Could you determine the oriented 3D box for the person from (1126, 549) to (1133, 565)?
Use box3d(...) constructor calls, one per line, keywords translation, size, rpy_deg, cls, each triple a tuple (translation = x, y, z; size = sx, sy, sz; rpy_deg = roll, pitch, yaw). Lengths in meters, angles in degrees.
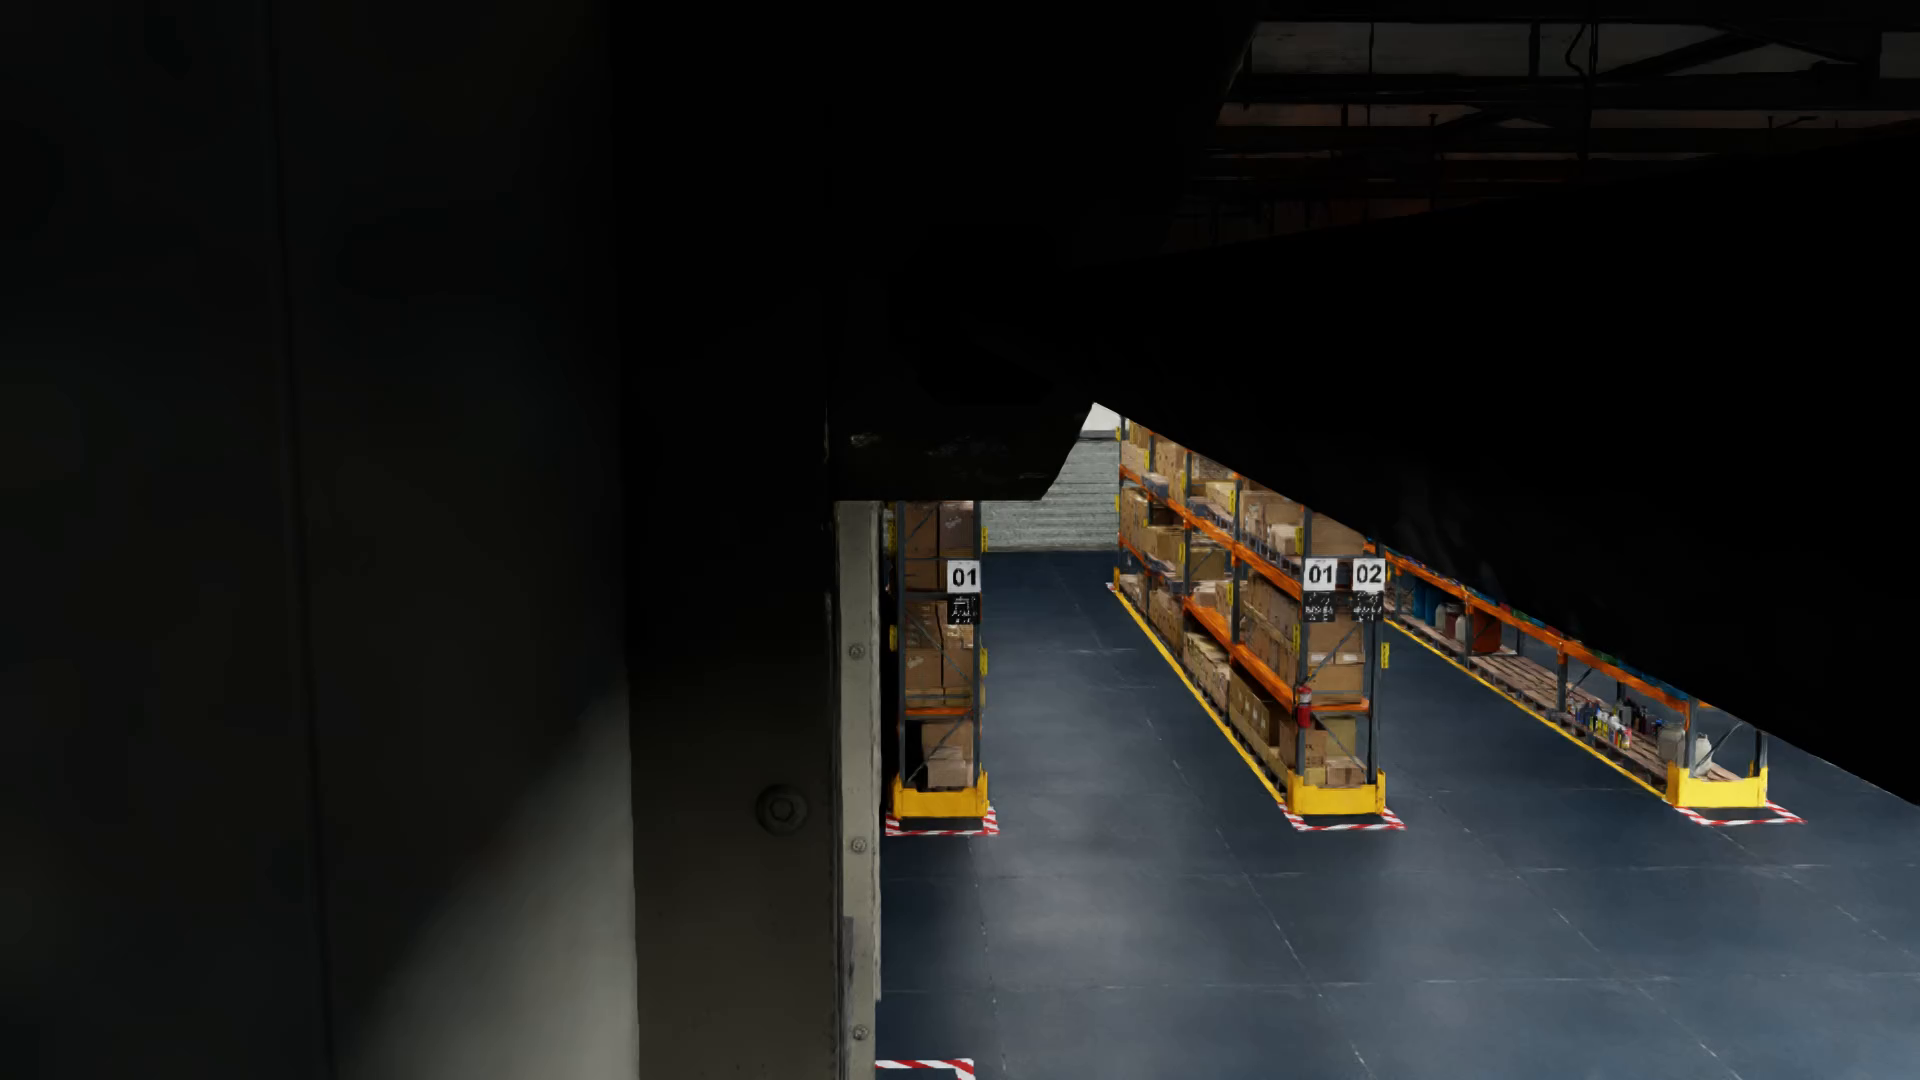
box3d(translation=(4.314, -0.172, 39.623), size=(0.639, 1.610, 0.807), rpy_deg=(-3, 9, -19), cls="person")
